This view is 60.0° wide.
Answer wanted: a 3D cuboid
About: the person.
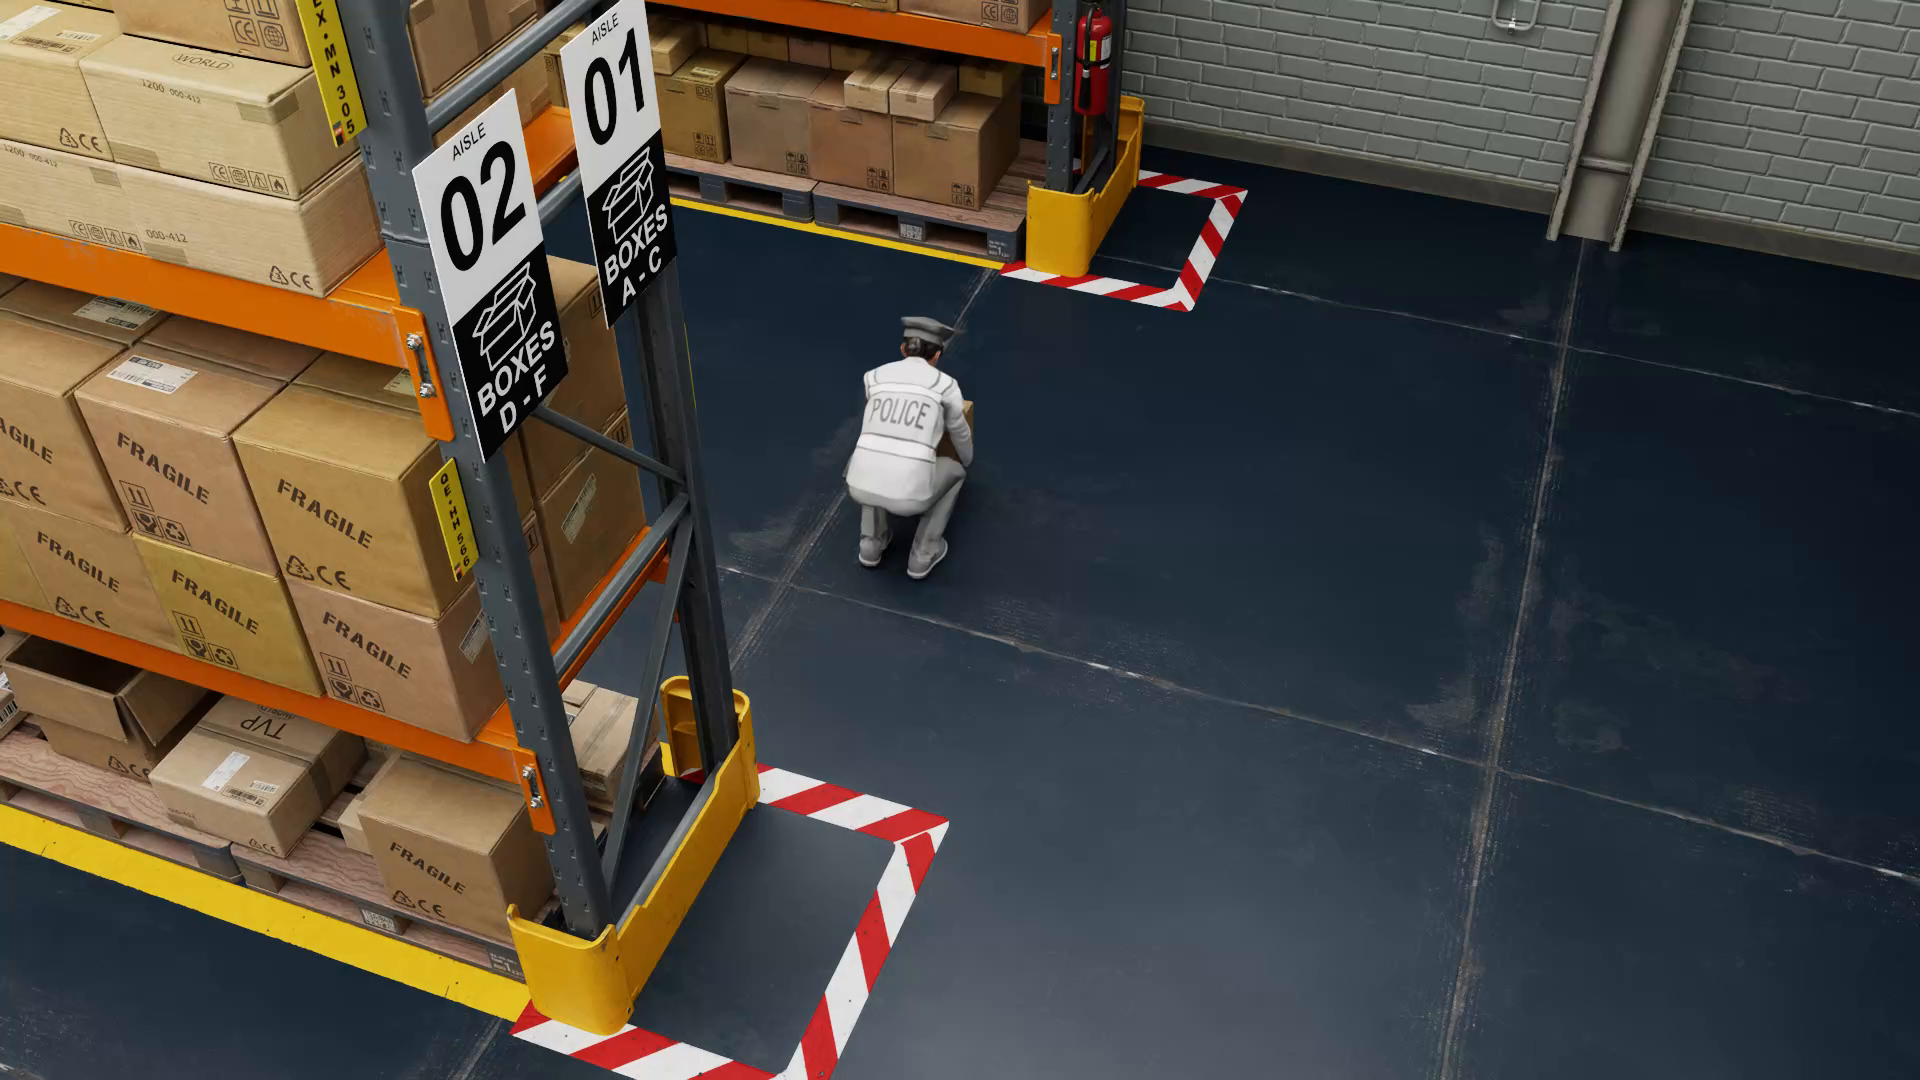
[{"bbox_3d":[-0.211,-0.392,7.118,0.458,0.984,0.867,13,43,14],"label":"person"}]
